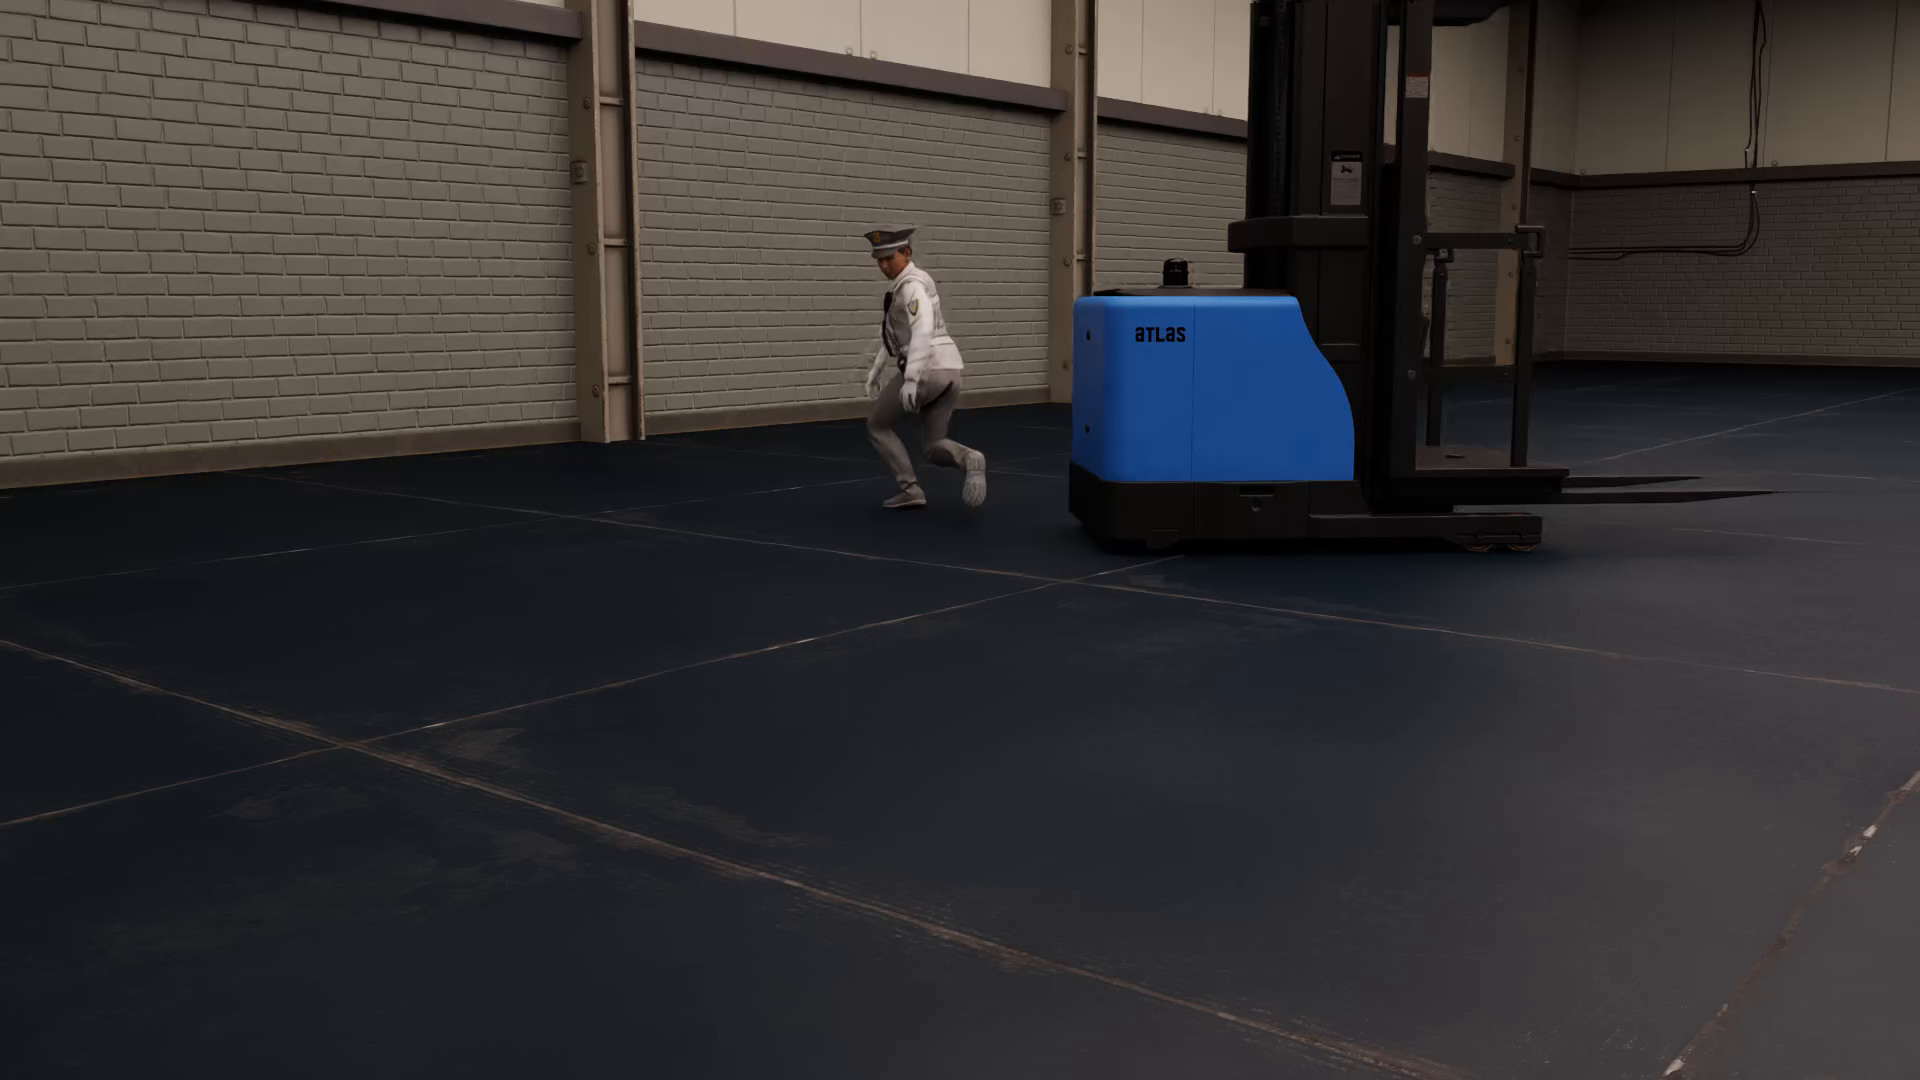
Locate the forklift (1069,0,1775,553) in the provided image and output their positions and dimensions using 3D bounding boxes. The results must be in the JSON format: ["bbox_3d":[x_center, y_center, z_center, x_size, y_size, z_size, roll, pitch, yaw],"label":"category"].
[{"bbox_3d":[2.058,-1.473,7.345,3.031,2.935,1.130,-1,8,-5],"label":"forklift"}]

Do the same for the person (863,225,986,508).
[{"bbox_3d":[-0.217,-0.848,8.353,0.775,1.452,0.573,5,10,31],"label":"person"}]
